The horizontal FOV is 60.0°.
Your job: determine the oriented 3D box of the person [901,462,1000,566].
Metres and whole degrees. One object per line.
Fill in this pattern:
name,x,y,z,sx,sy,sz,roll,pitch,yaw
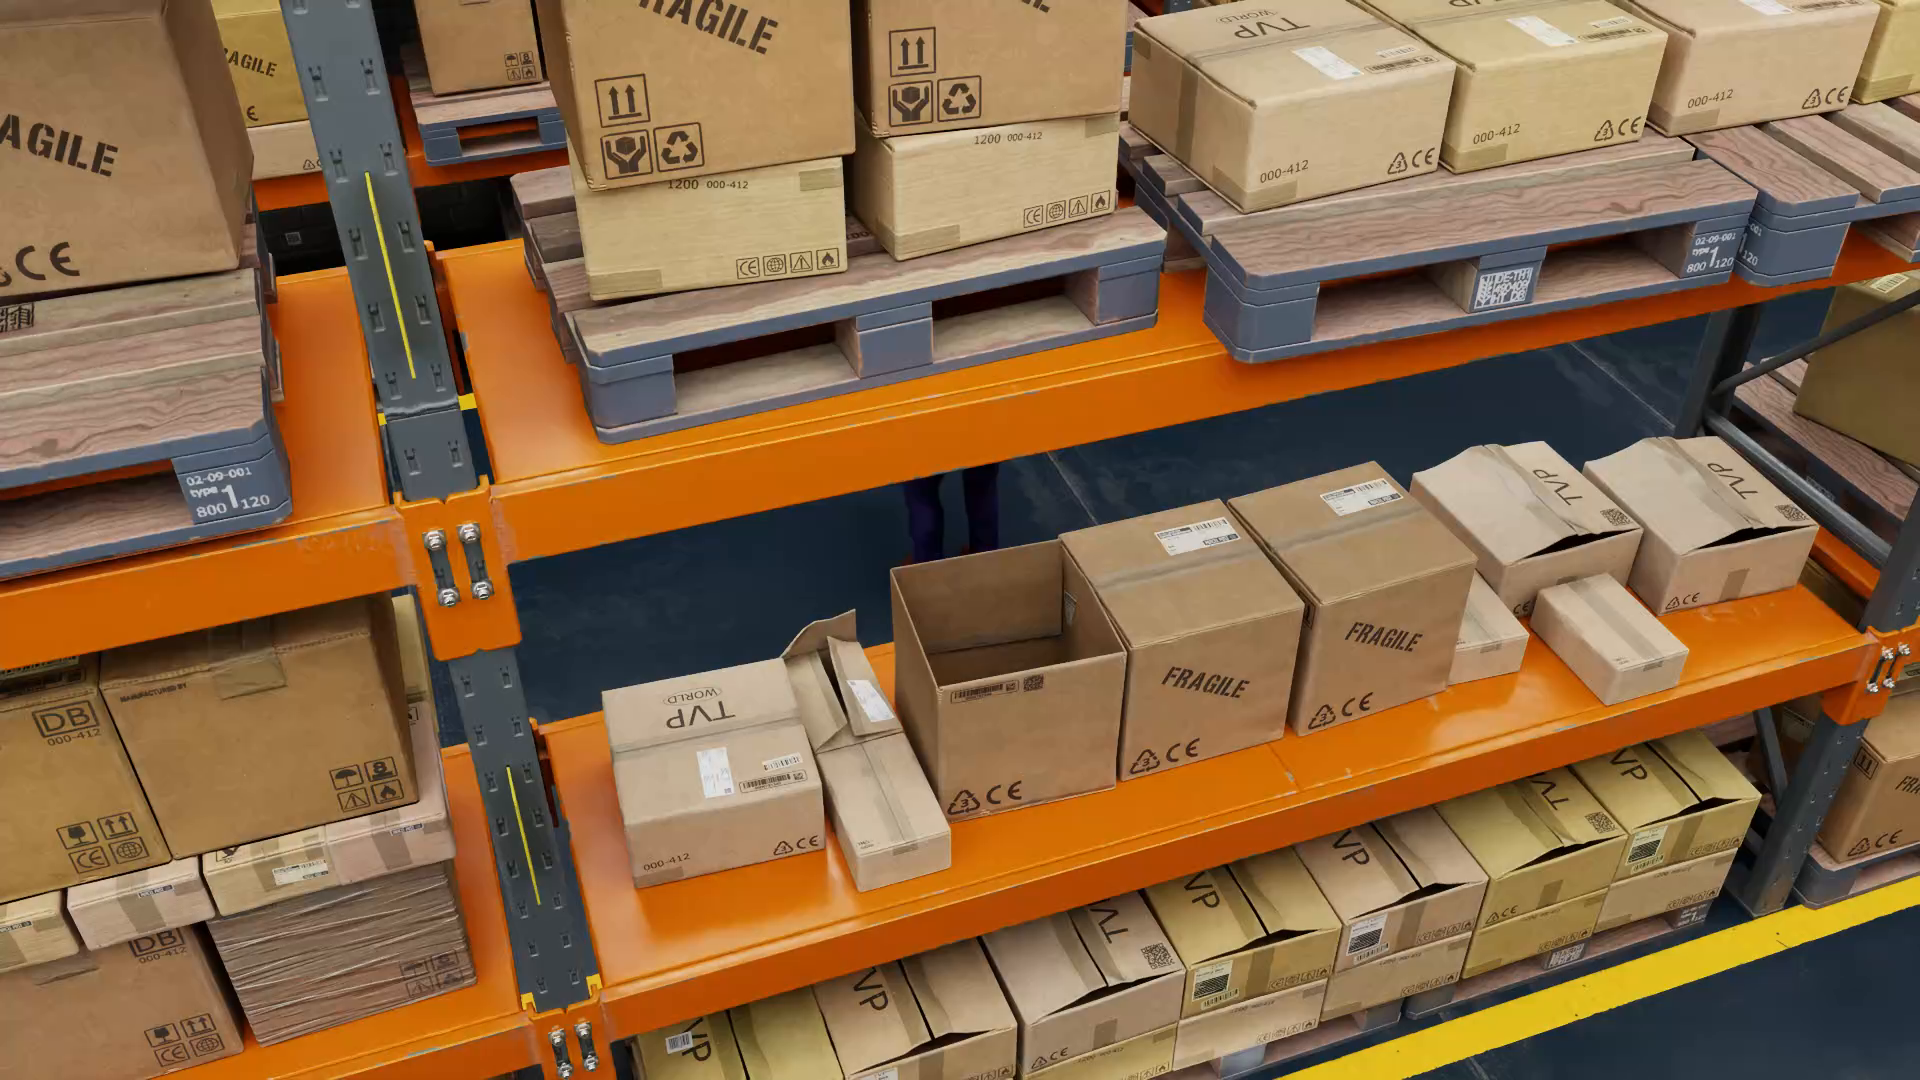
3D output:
person,-0.065,-0.536,6.859,0.435,1.647,0.531,-13,40,-16
